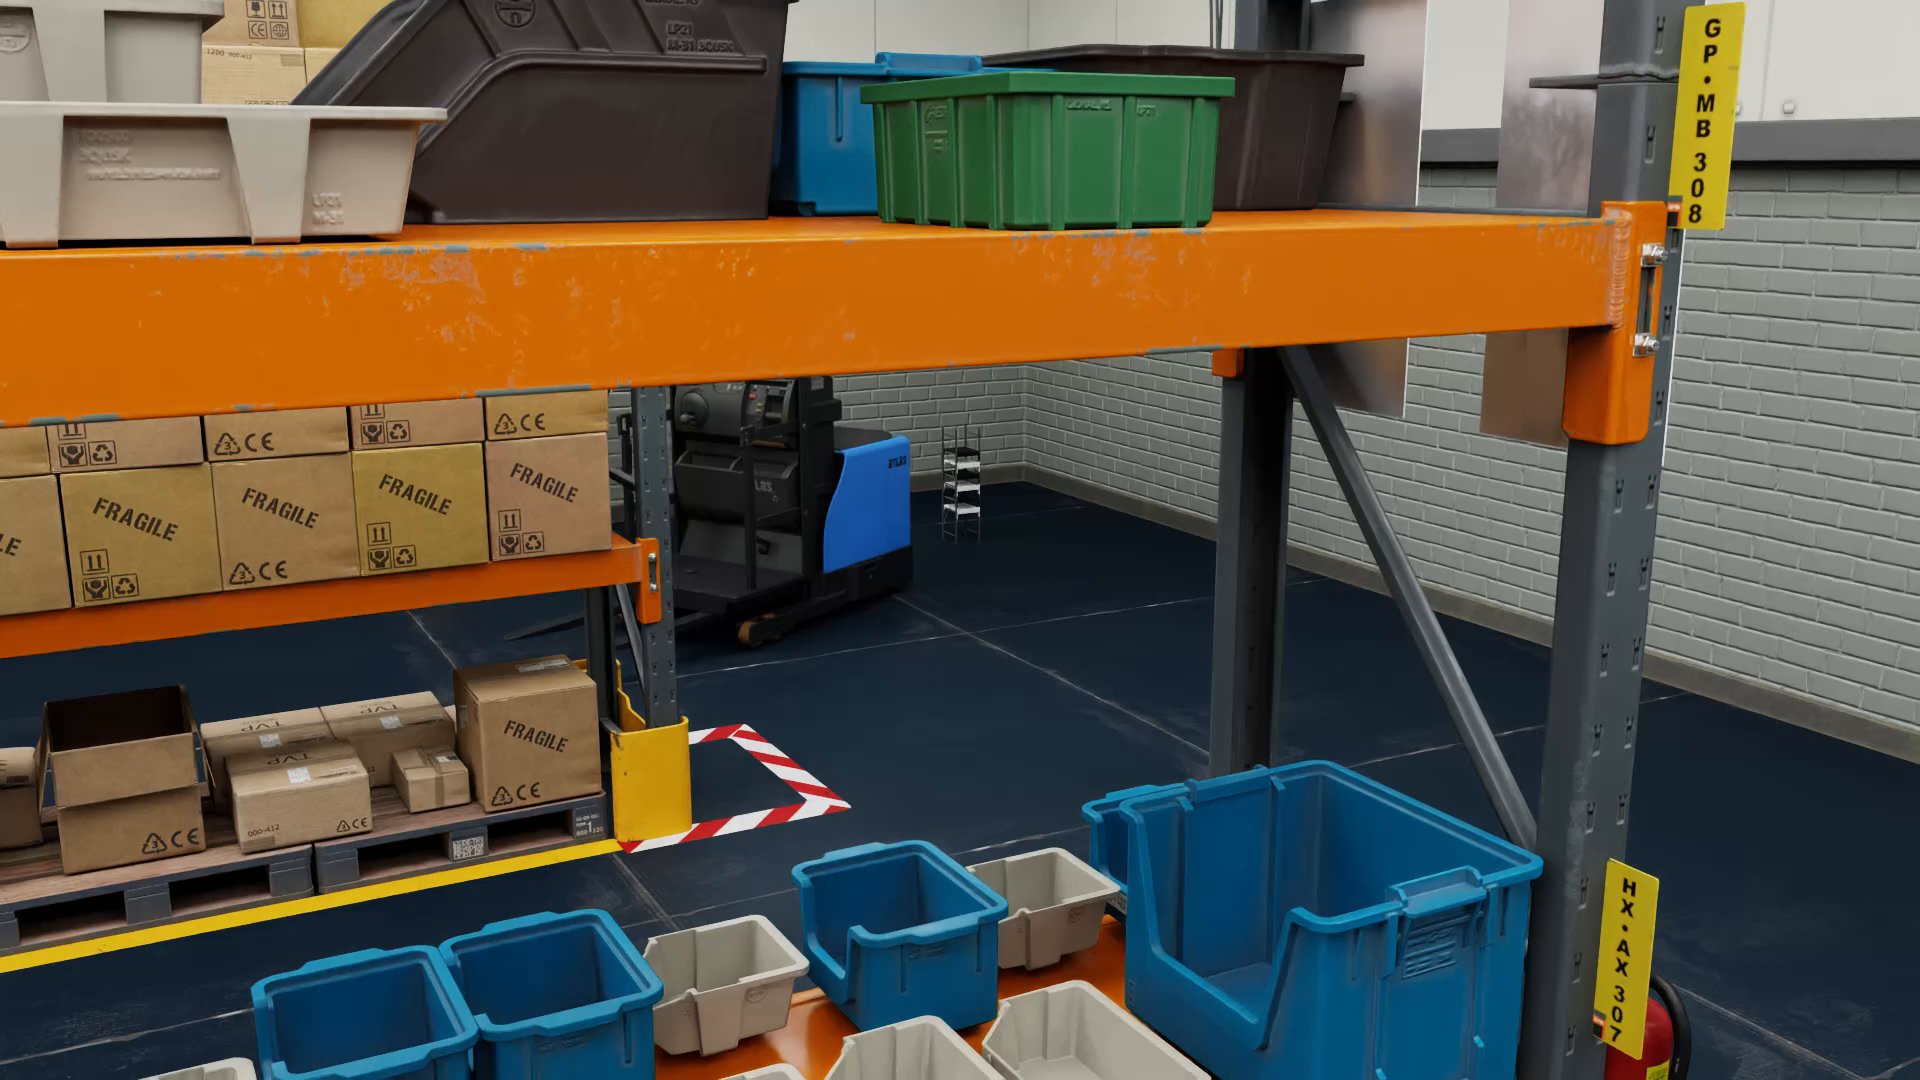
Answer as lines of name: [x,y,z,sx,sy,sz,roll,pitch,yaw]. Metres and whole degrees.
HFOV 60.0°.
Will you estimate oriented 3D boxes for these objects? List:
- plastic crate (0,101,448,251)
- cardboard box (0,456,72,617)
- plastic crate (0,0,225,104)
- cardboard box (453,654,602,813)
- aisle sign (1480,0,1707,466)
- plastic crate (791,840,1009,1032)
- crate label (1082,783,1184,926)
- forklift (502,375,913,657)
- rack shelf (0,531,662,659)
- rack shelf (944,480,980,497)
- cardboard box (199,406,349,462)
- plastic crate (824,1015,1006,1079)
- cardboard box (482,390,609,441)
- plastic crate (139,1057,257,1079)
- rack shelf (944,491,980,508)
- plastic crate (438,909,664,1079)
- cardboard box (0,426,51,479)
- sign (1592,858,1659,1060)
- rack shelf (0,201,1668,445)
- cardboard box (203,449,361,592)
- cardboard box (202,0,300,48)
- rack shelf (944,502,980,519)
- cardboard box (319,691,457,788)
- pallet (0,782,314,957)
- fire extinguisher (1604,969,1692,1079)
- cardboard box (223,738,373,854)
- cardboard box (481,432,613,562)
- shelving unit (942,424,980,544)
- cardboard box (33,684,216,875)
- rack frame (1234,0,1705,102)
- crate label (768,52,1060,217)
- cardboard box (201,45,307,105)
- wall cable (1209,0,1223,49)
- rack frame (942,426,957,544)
plastic crate: [-0.859,-0.392,1.788,0.530,0.136,0.437,-7,14,-28]
cardboard box: [-3.579,-0.013,6.109,0.500,0.500,0.500,-7,14,-28]
plastic crate: [-1.258,-0.554,2.179,0.530,0.282,0.437,-7,14,-28]
cardboard box: [-1.894,0.832,7.272,0.500,0.500,0.500,-7,14,-28]
aisle sign: [1.039,-0.542,2.764,0.004,0.787,0.394,-7,14,-28]
plastic crate: [-0.117,0.762,3.138,0.300,0.233,0.416,-7,14,-28]
crate label: [0.461,0.692,3.445,0.303,0.233,0.416,-7,14,-28]
forklift: [-1.545,-0.887,10.373,1.130,2.935,3.031,8,15,32]
rack shelf: [-3.290,0.284,6.655,4.000,0.370,1.077,-7,14,-28]
rack shelf: [0.007,-0.407,13.021,0.200,0.077,0.258,-7,14,-28]
cardboard box: [-2.689,-0.606,6.463,0.500,0.500,0.500,-6,14,-26]
plastic crate: [-0.055,0.925,2.630,0.243,0.136,0.396,-7,14,-28]
cardboard box: [-1.793,-0.714,6.946,0.500,0.500,0.500,-7,14,-28]
plastic crate: [-1.291,0.957,2.491,0.466,0.136,0.293,-7,14,-28]
rack shelf: [0.007,-0.320,13.041,0.200,0.077,0.258,-7,14,-28]
plastic crate: [-0.695,0.831,2.830,0.300,0.233,0.416,-7,14,-28]
cardboard box: [-3.593,-0.497,5.981,0.500,0.500,0.500,-7,15,-30]
sign: [1.113,0.702,2.786,0.005,0.325,0.100,-7,14,-28]
rack shelf: [-0.920,-0.225,2.082,4.000,0.370,1.077,-7,14,-28]
cardboard box: [-2.691,-0.120,6.583,0.500,0.500,0.500,-7,14,-27]
cardboard box: [-2.845,-2.111,6.320,0.500,0.500,0.700,-7,14,-28]
rack shelf: [0.007,-0.232,13.061,0.200,0.077,0.258,-7,14,-28]
cardboard box: [-2.587,0.904,7.519,0.500,0.250,0.500,-7,14,-28]
pallet: [-3.370,1.303,6.841,1.213,0.211,1.003,-7,14,-28]
fire extinguisher: [1.186,0.969,2.998,0.183,0.674,0.296,-7,14,-28]
cardboard box: [-2.742,1.048,6.881,0.500,0.250,0.500,-7,14,-28]
cardboard box: [-1.797,-0.227,7.057,0.500,0.500,0.500,-6,14,-26]
shelving unit: [0.007,-0.440,13.014,0.210,0.900,0.258,-7,14,-28]
cardboard box: [-3.399,0.948,6.749,0.637,0.503,0.797,-7,14,-28]
rack frame: [0.836,-2.249,2.608,0.127,3.000,1.000,-7,14,-28]
crate label: [-0.129,-0.679,2.799,0.502,0.251,0.408,-7,14,-28]
cardboard box: [-2.743,-1.704,6.220,0.500,0.250,0.500,-7,14,-28]
wall cable: [1.224,-3.170,13.771,0.112,2.526,3.097,-7,14,-28]
rack frame: [-0.082,-0.429,12.967,0.006,0.900,0.240,-7,14,-28]
